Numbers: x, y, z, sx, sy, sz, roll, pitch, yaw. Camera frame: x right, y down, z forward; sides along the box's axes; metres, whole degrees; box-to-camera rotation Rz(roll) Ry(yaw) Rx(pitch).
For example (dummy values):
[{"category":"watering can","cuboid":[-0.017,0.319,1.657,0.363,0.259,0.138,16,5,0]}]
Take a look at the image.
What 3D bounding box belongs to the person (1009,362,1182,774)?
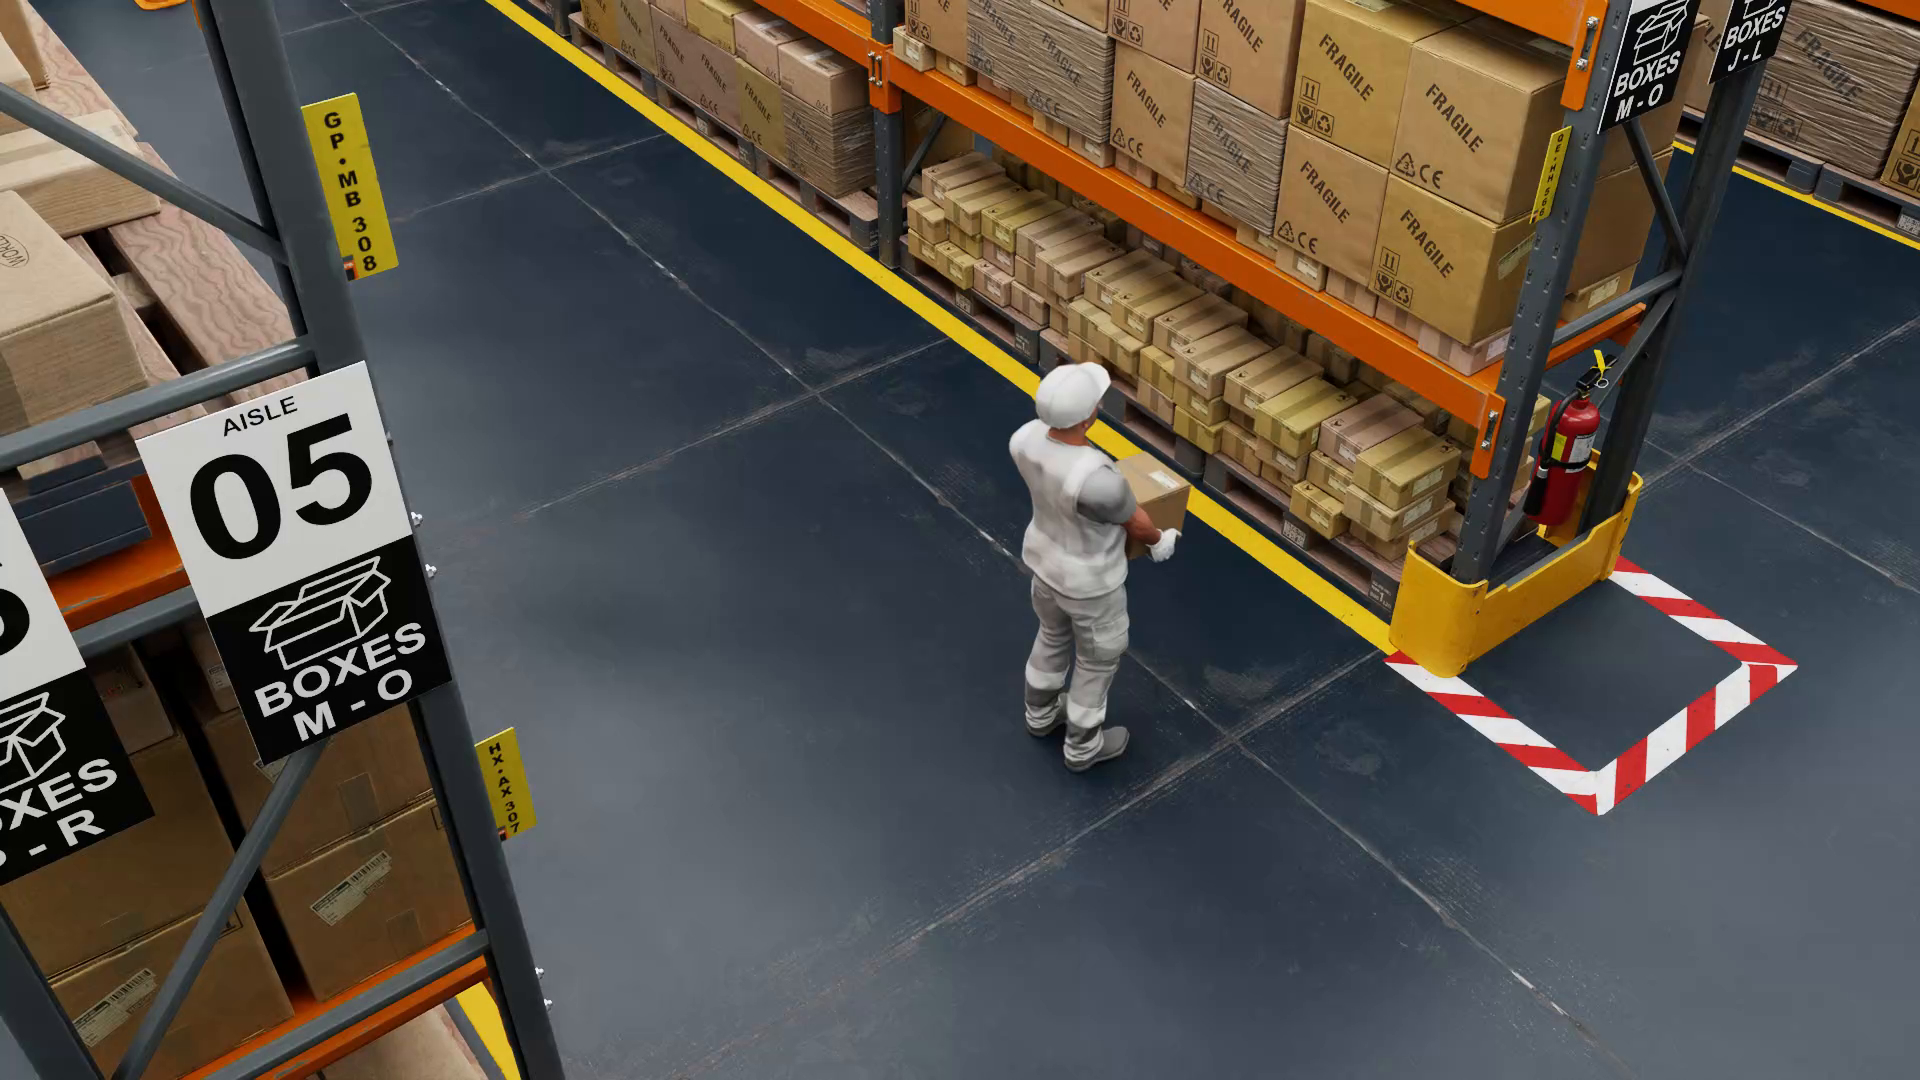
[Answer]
[{"category":"person","cuboid":[0.493,0.063,6.067,0.561,1.782,0.493,-26,46,-27]}]
